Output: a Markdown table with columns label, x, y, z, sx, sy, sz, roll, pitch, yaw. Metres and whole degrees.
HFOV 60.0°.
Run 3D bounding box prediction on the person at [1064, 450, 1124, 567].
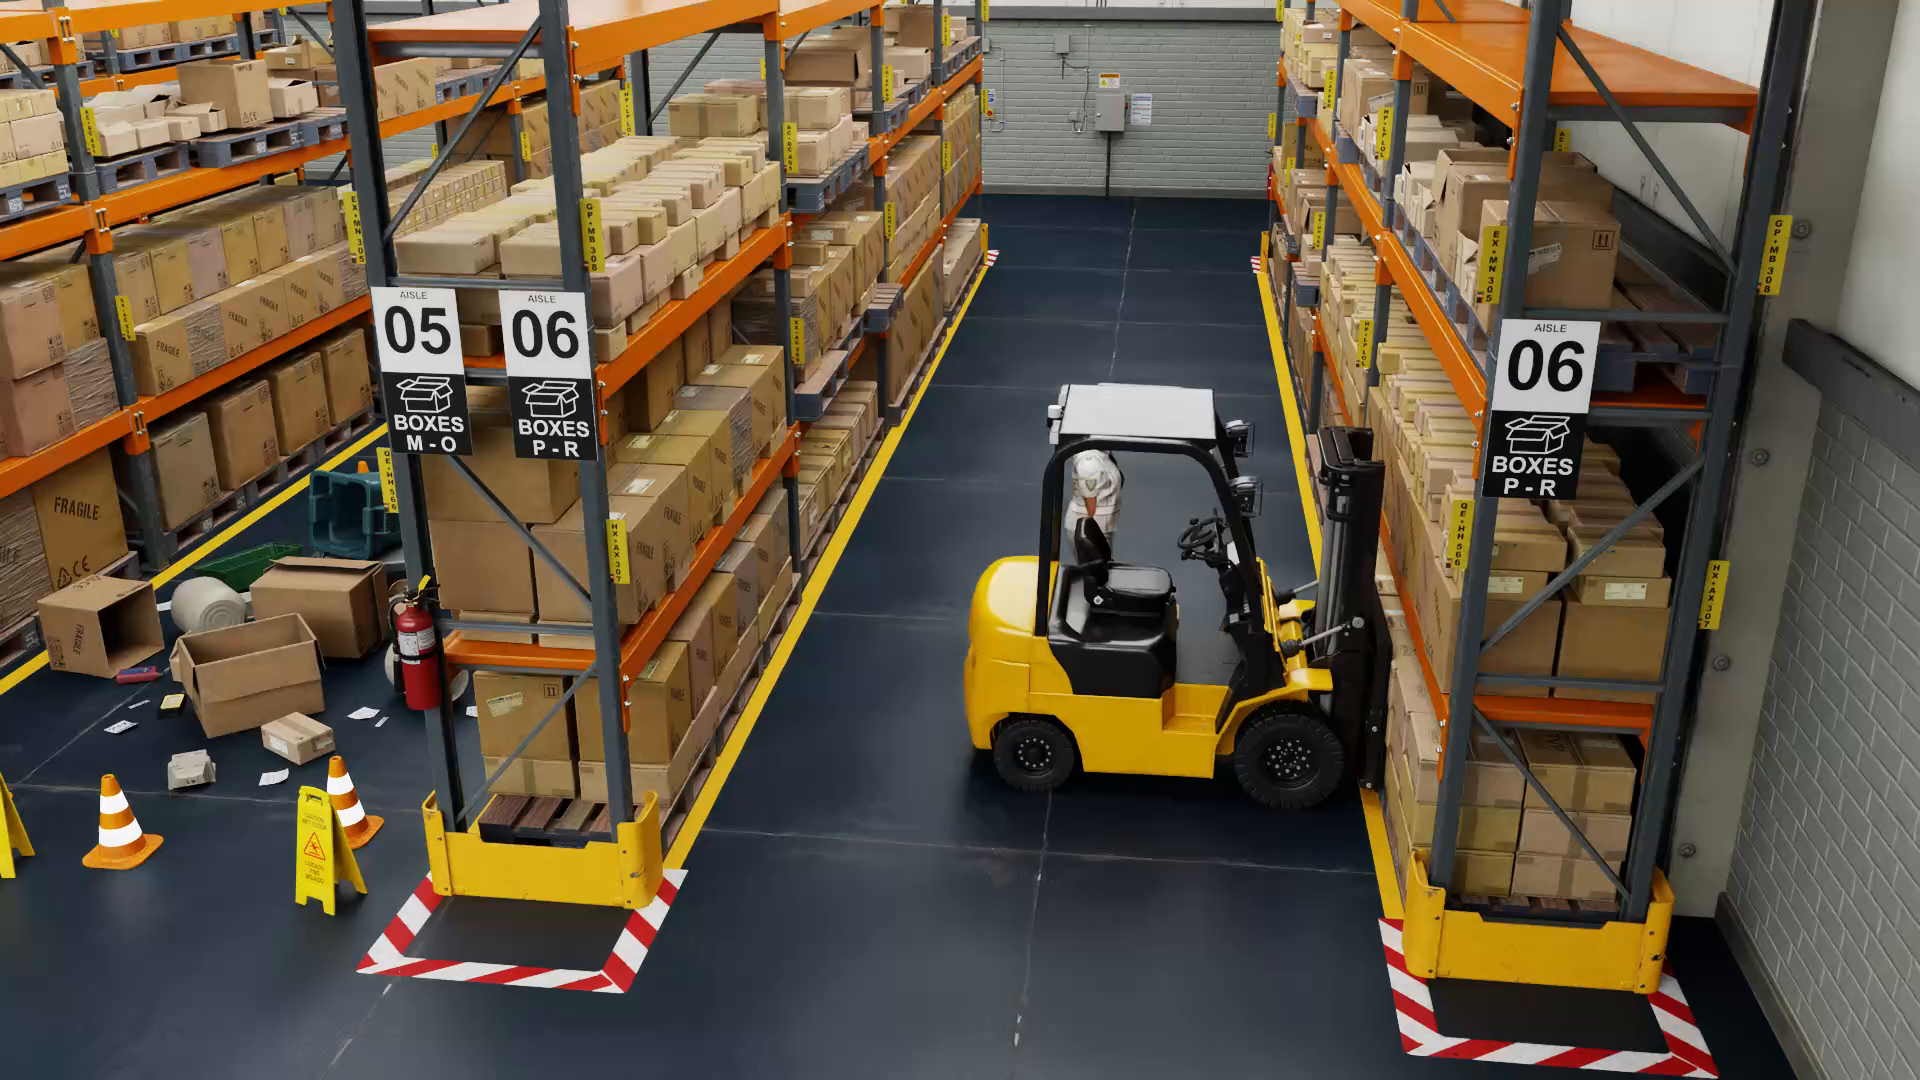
| label | x | y | z | sx | sy | sz | roll | pitch | yaw |
| --- | --- | --- | --- | --- | --- | --- | --- | --- | --- |
| person | 0.904 | -0.062 | 11.305 | 0.388 | 1.628 | 0.478 | 3 | 21 | 7 |
